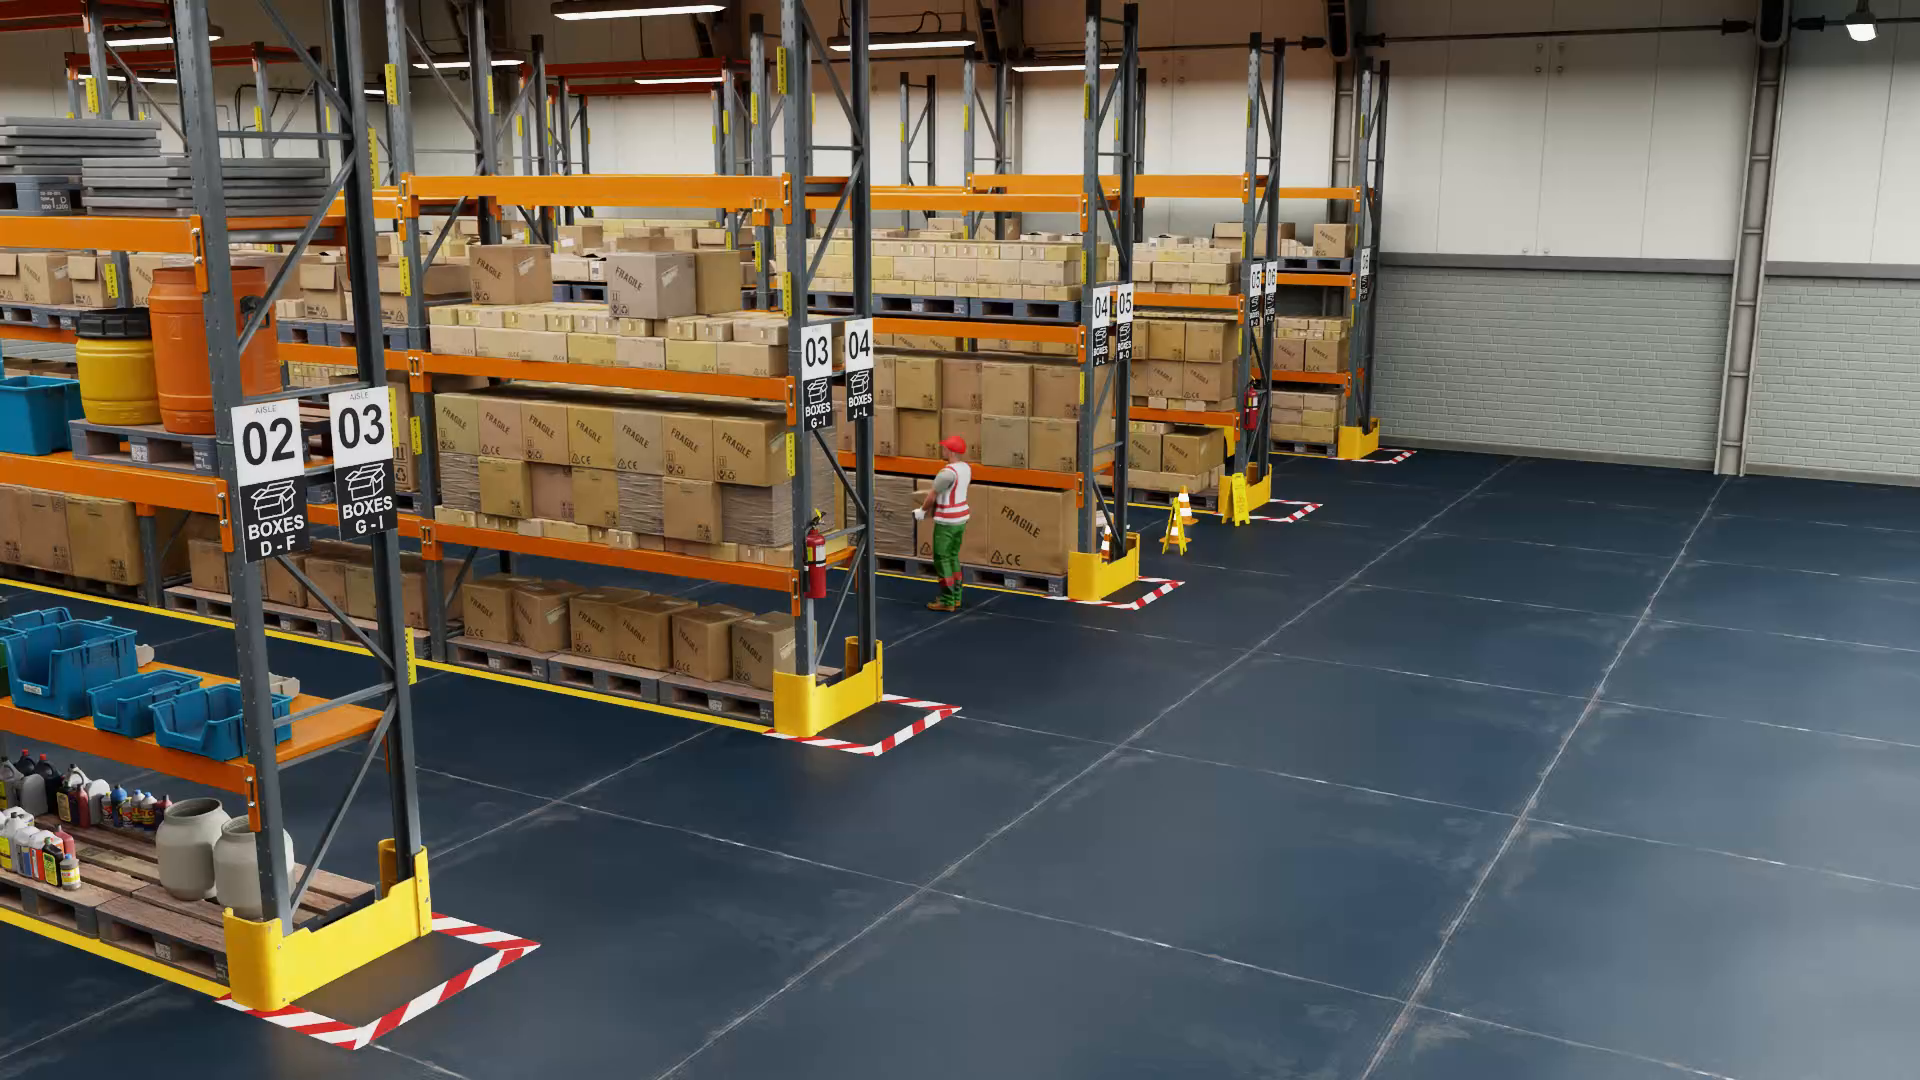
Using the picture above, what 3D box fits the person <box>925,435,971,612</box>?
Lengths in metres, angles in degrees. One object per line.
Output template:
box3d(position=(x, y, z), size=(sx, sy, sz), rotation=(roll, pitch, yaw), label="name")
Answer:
box3d(position=(-0.127, -0.174, 16.729), size=(0.452, 1.778, 0.613), rotation=(6, 14, 25), label="person")
